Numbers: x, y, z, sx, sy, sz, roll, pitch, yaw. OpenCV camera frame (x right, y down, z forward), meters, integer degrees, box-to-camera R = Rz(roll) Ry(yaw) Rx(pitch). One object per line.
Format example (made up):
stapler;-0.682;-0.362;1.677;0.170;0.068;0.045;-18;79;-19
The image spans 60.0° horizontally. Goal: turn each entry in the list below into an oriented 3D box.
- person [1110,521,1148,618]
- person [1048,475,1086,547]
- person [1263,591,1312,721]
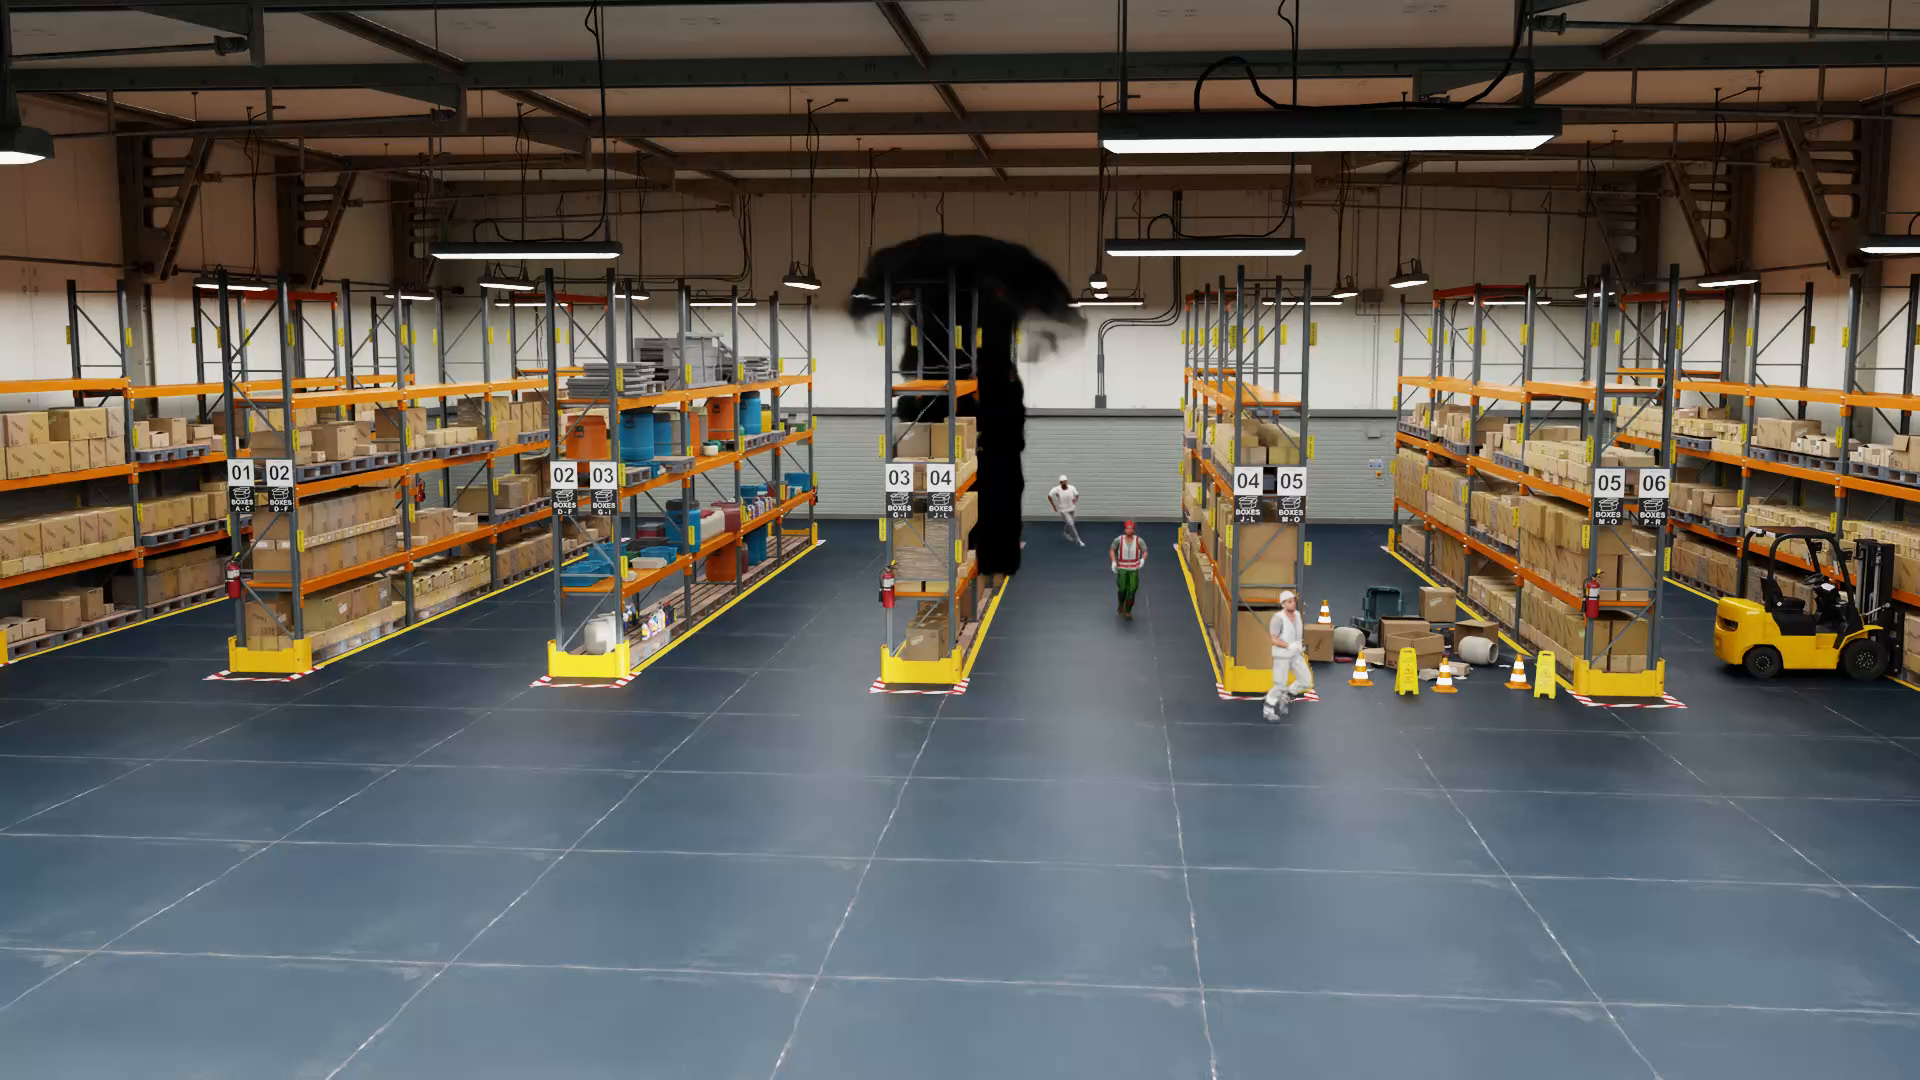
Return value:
person;3.027;0.528;29.711;0.668;1.749;0.583;0;7;1
person;2.556;-0.721;40.102;0.764;1.712;1.011;-3;8;-26
person;4.284;1.513;21.573;0.690;1.735;0.759;-4;8;-31
